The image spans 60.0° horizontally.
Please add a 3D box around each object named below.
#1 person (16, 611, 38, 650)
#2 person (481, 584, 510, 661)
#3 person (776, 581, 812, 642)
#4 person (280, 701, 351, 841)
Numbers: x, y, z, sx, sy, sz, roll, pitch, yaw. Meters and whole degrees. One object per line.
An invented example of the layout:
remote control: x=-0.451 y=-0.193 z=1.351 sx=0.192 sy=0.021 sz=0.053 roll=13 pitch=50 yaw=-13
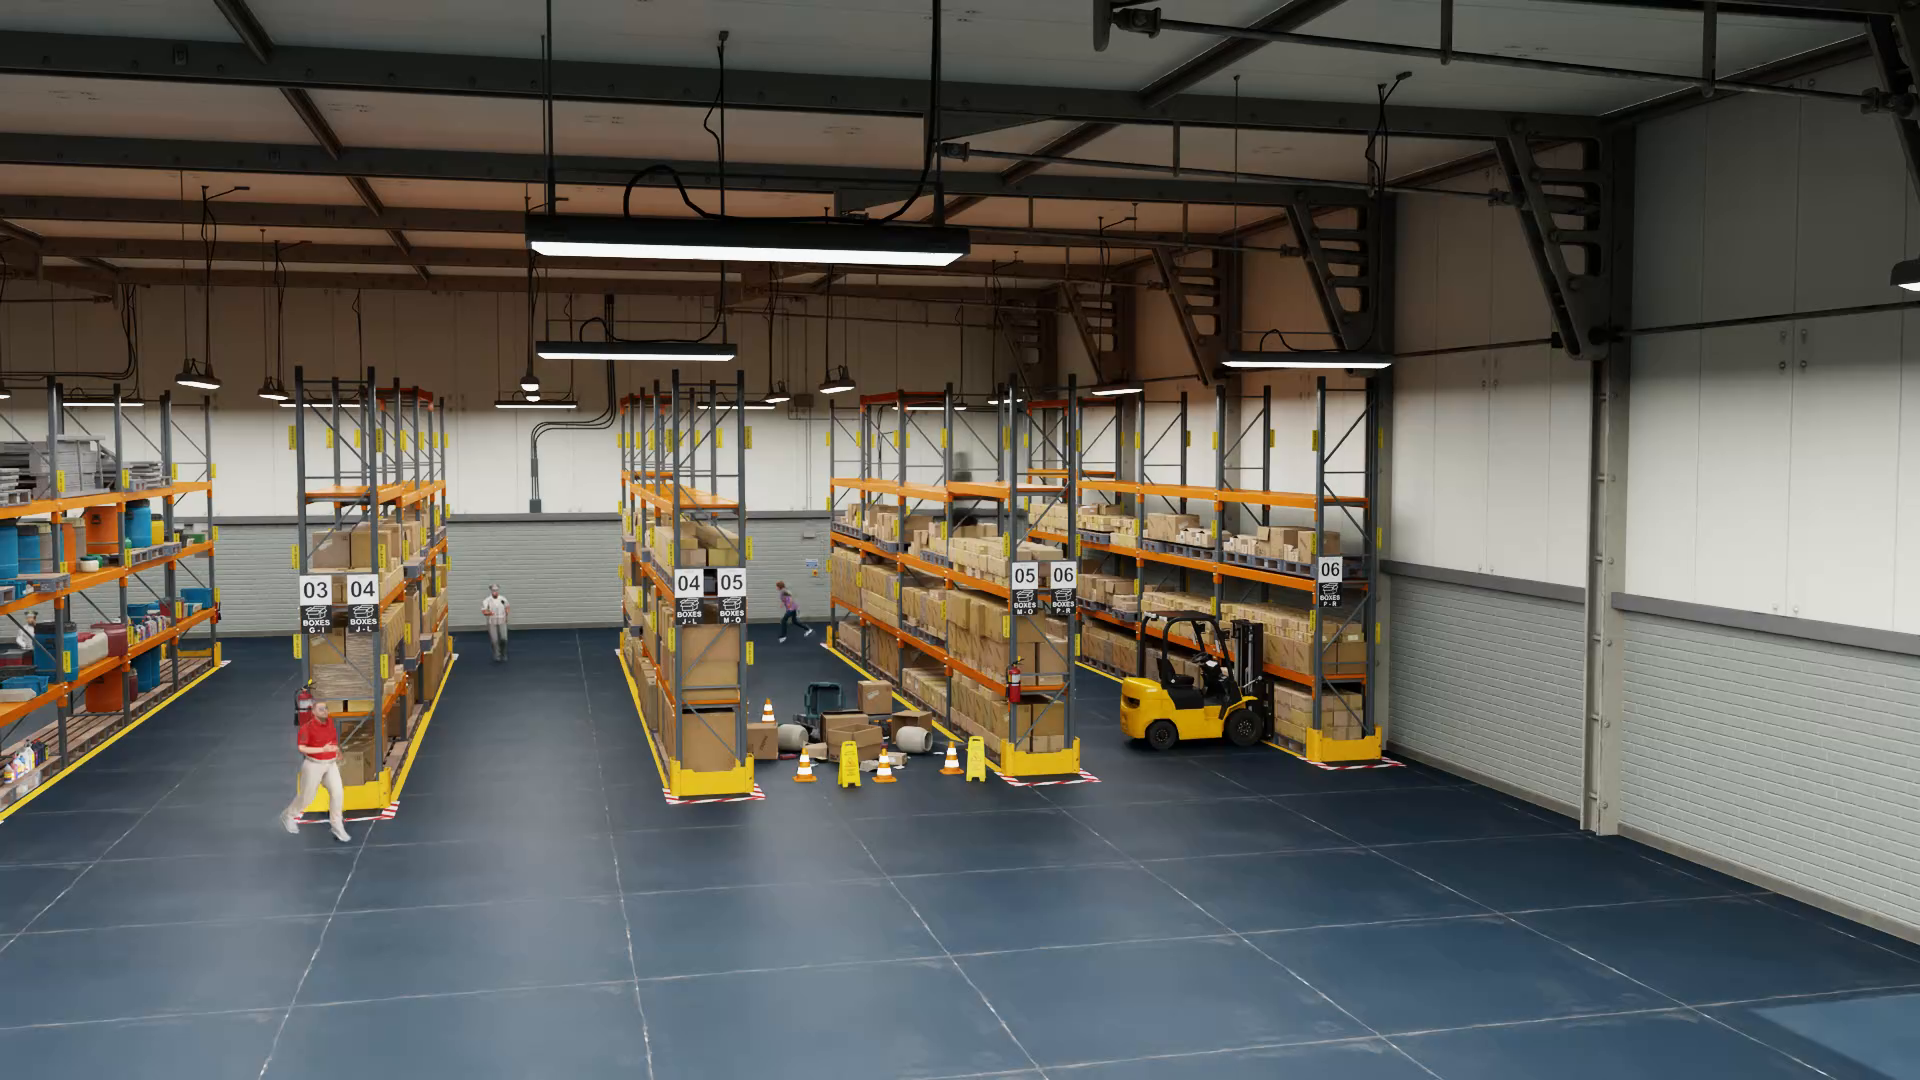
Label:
person: x=-18.293 y=2.209 z=32.840 sx=0.585 sy=1.644 sz=0.690 roll=-1 pitch=4 yaw=-16
person: x=-10.490 y=1.906 z=37.667 sx=0.654 sy=1.812 sz=0.619 roll=-2 pitch=4 yaw=-24
person: x=-4.130 y=1.786 z=41.437 sx=0.915 sy=1.555 sz=0.571 roll=-1 pitch=4 yaw=-15
person: x=-8.099 y=2.894 z=20.949 sx=0.968 sy=1.768 sz=0.671 roll=2 pitch=4 yaw=30
